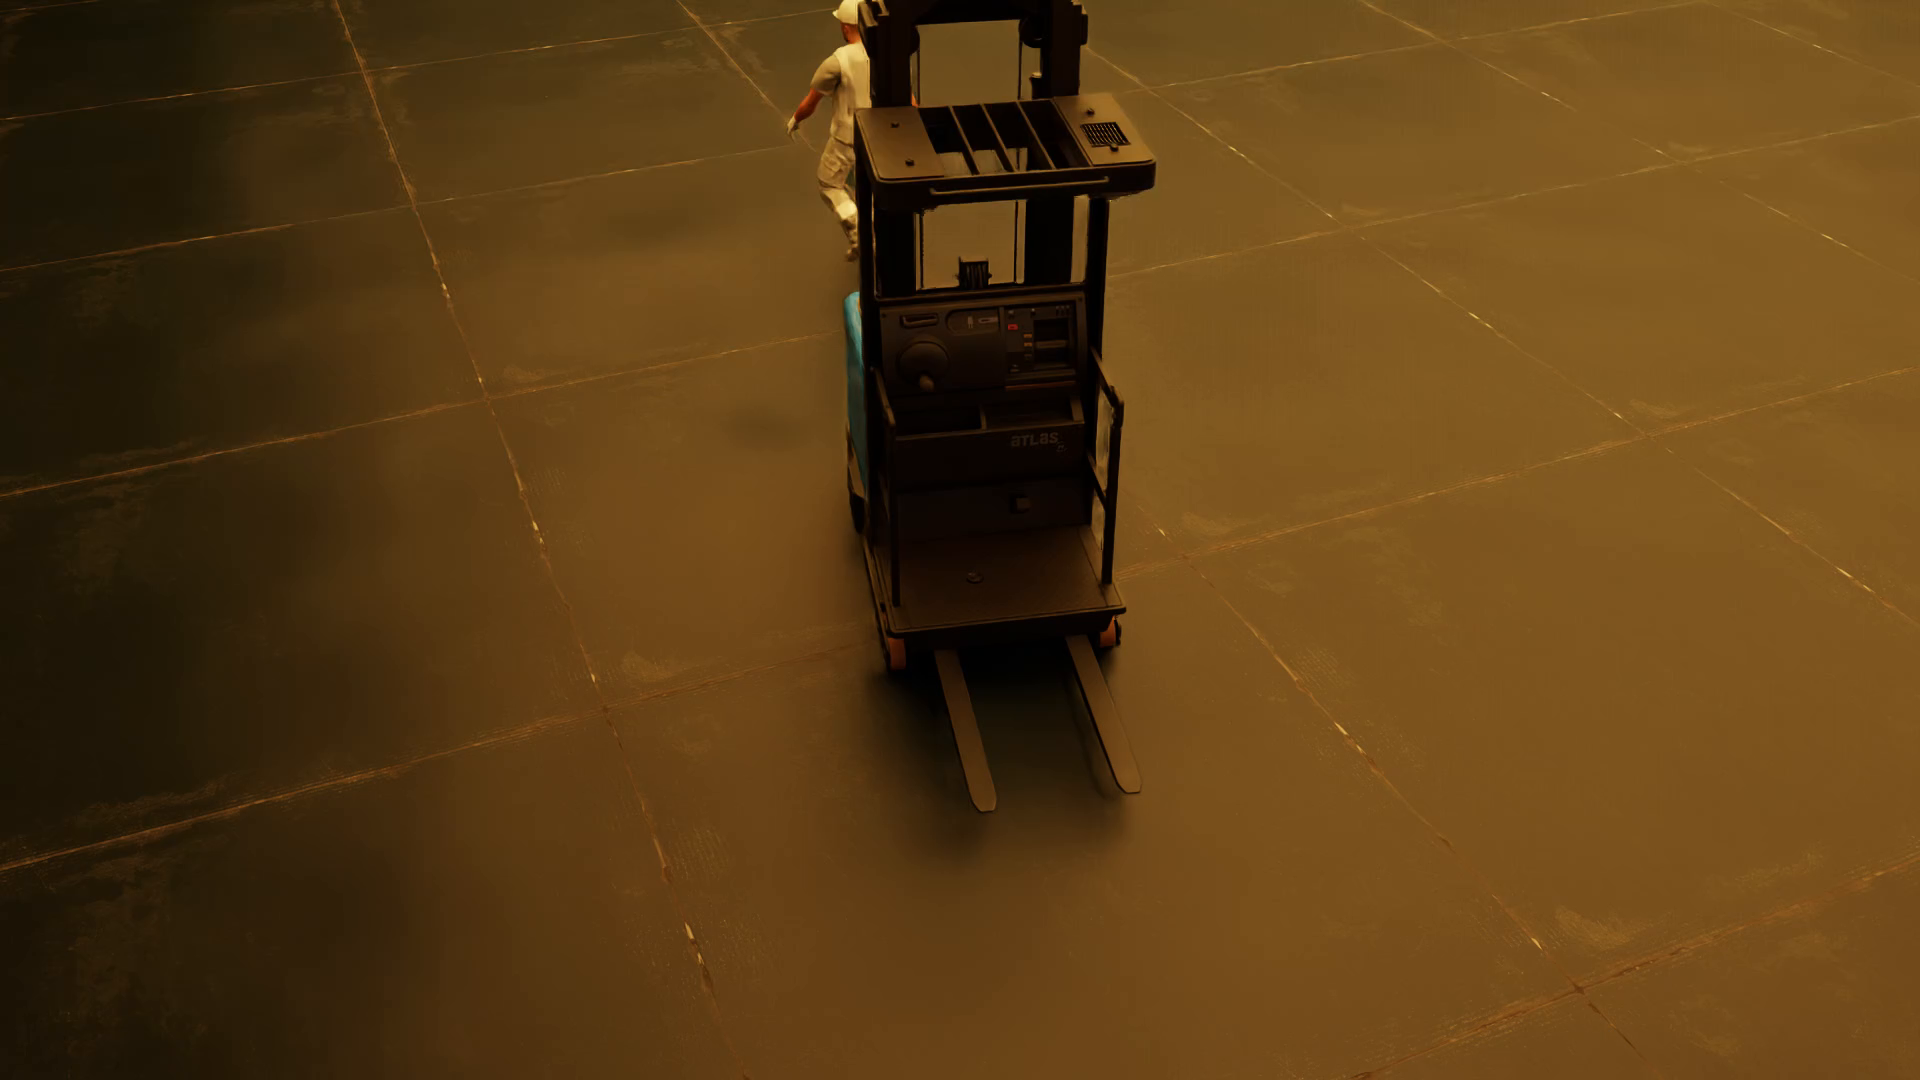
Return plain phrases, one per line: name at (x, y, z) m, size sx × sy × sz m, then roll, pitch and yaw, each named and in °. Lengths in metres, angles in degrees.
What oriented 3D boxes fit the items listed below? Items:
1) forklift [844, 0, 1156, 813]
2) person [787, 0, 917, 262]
forklift at (0.147, -0.813, 7.242) m, size 1.130 × 2.935 × 3.031 m, roll -6°, pitch 36°, yaw -8°
person at (-0.651, -2.625, 10.796) m, size 0.812 × 1.766 × 0.590 m, roll -21°, pitch 41°, yaw -27°
